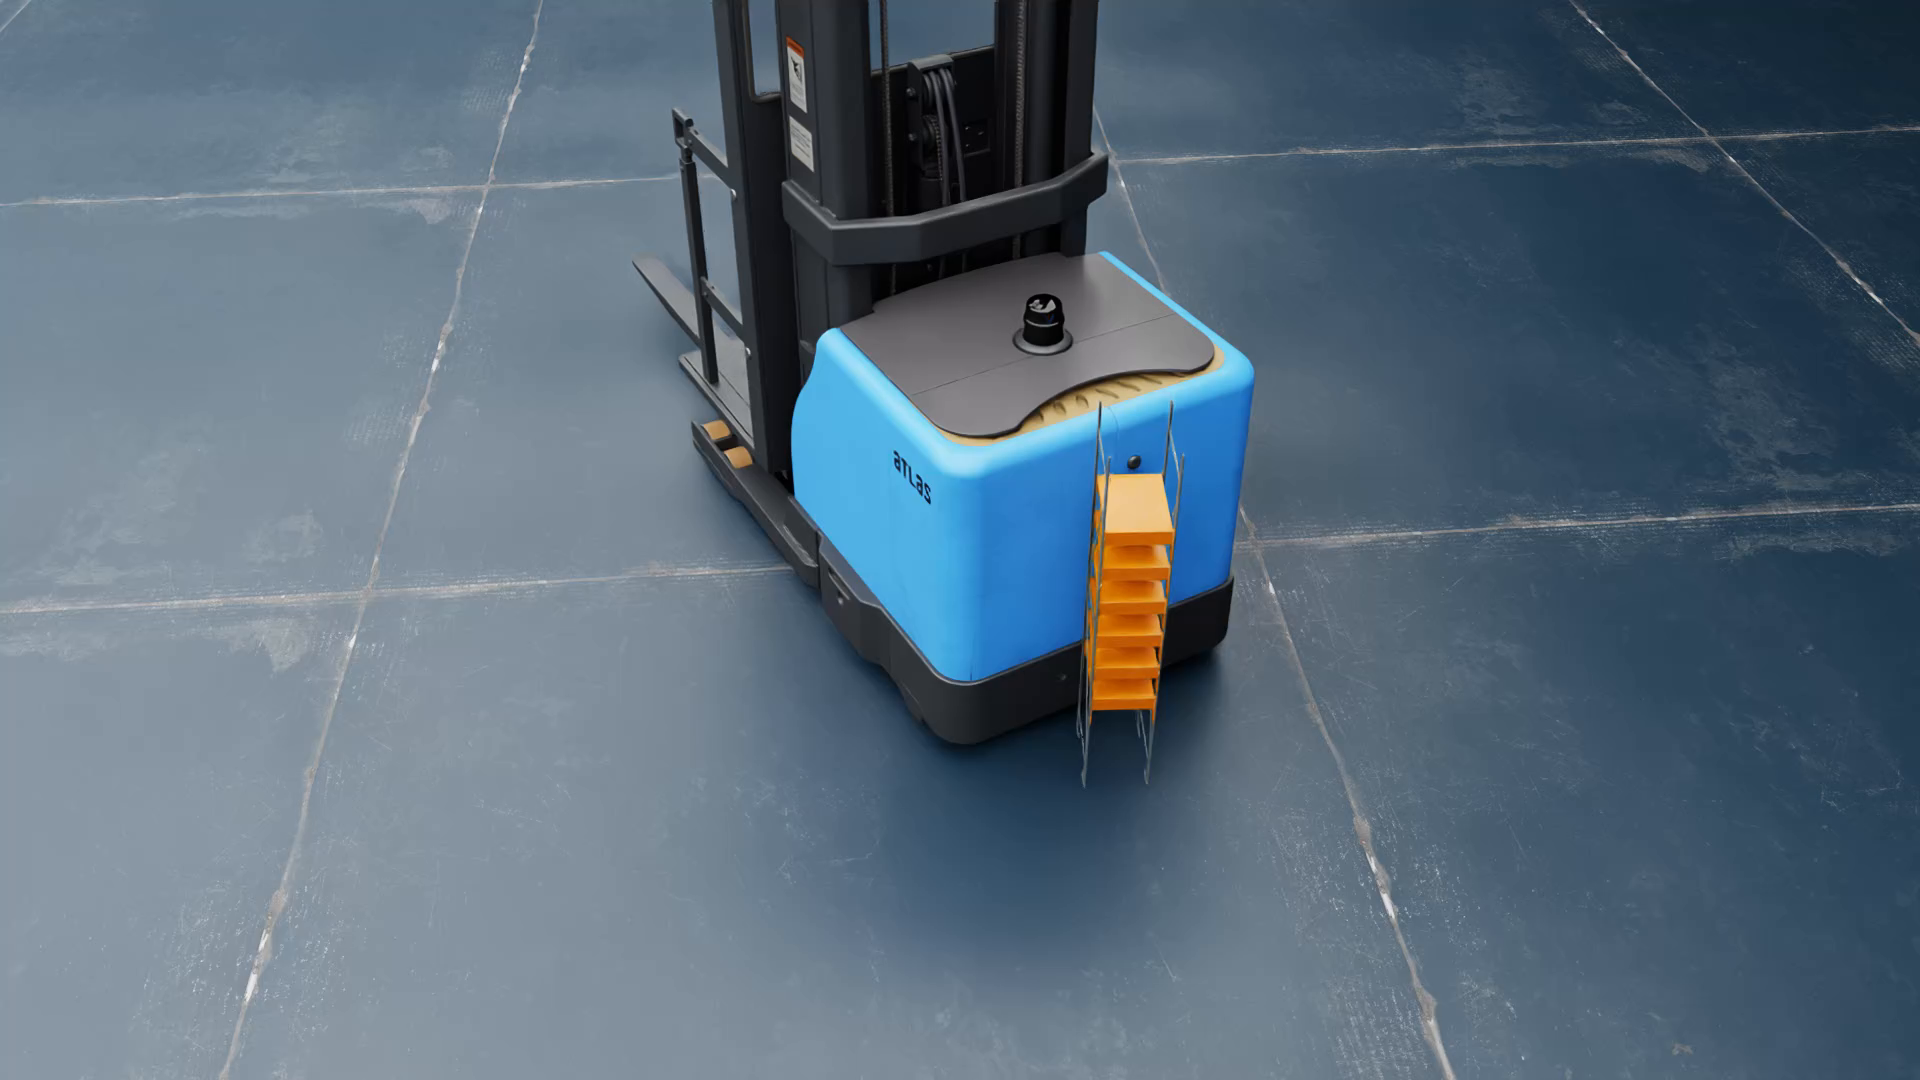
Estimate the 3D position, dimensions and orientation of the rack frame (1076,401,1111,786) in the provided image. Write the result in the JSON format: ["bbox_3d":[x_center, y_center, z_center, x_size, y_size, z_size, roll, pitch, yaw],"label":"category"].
[{"bbox_3d":[0.360,0.180,4.546,0.006,1.200,0.240,-1,40,-2],"label":"rack frame"}]

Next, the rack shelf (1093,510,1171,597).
[{"bbox_3d":[0.452,0.029,4.422,0.180,0.103,0.258,-1,40,-2],"label":"rack shelf"}]

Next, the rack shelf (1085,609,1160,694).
[{"bbox_3d":[0.451,0.305,4.654,0.180,0.103,0.258,-1,40,-2],"label":"rack shelf"}]

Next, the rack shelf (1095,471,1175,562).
[{"bbox_3d":[0.453,-0.063,4.345,0.180,0.103,0.258,-1,40,-2],"label":"rack shelf"}]

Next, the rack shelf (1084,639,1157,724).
[{"bbox_3d":[0.451,0.397,4.731,0.180,0.103,0.258,-1,40,-2],"label":"rack shelf"}]

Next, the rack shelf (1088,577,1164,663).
[{"bbox_3d":[0.452,0.213,4.577,0.180,0.103,0.258,-1,40,-2],"label":"rack shelf"}]

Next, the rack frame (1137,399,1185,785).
[{"bbox_3d":[0.543,0.177,4.551,0.006,1.200,0.240,-1,40,-2],"label":"rack frame"}]

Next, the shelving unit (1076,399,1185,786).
[{"bbox_3d":[0.452,0.179,4.548,0.189,1.200,0.258,-1,40,-2],"label":"shelving unit"}]

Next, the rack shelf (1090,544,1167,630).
[{"bbox_3d":[0.452,0.121,4.500,0.180,0.103,0.258,-1,40,-2],"label":"rack shelf"}]

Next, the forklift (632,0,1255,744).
[{"bbox_3d":[-0.319,-1.446,5.216,1.130,2.935,3.031,-19,42,-23],"label":"forklift"}]
